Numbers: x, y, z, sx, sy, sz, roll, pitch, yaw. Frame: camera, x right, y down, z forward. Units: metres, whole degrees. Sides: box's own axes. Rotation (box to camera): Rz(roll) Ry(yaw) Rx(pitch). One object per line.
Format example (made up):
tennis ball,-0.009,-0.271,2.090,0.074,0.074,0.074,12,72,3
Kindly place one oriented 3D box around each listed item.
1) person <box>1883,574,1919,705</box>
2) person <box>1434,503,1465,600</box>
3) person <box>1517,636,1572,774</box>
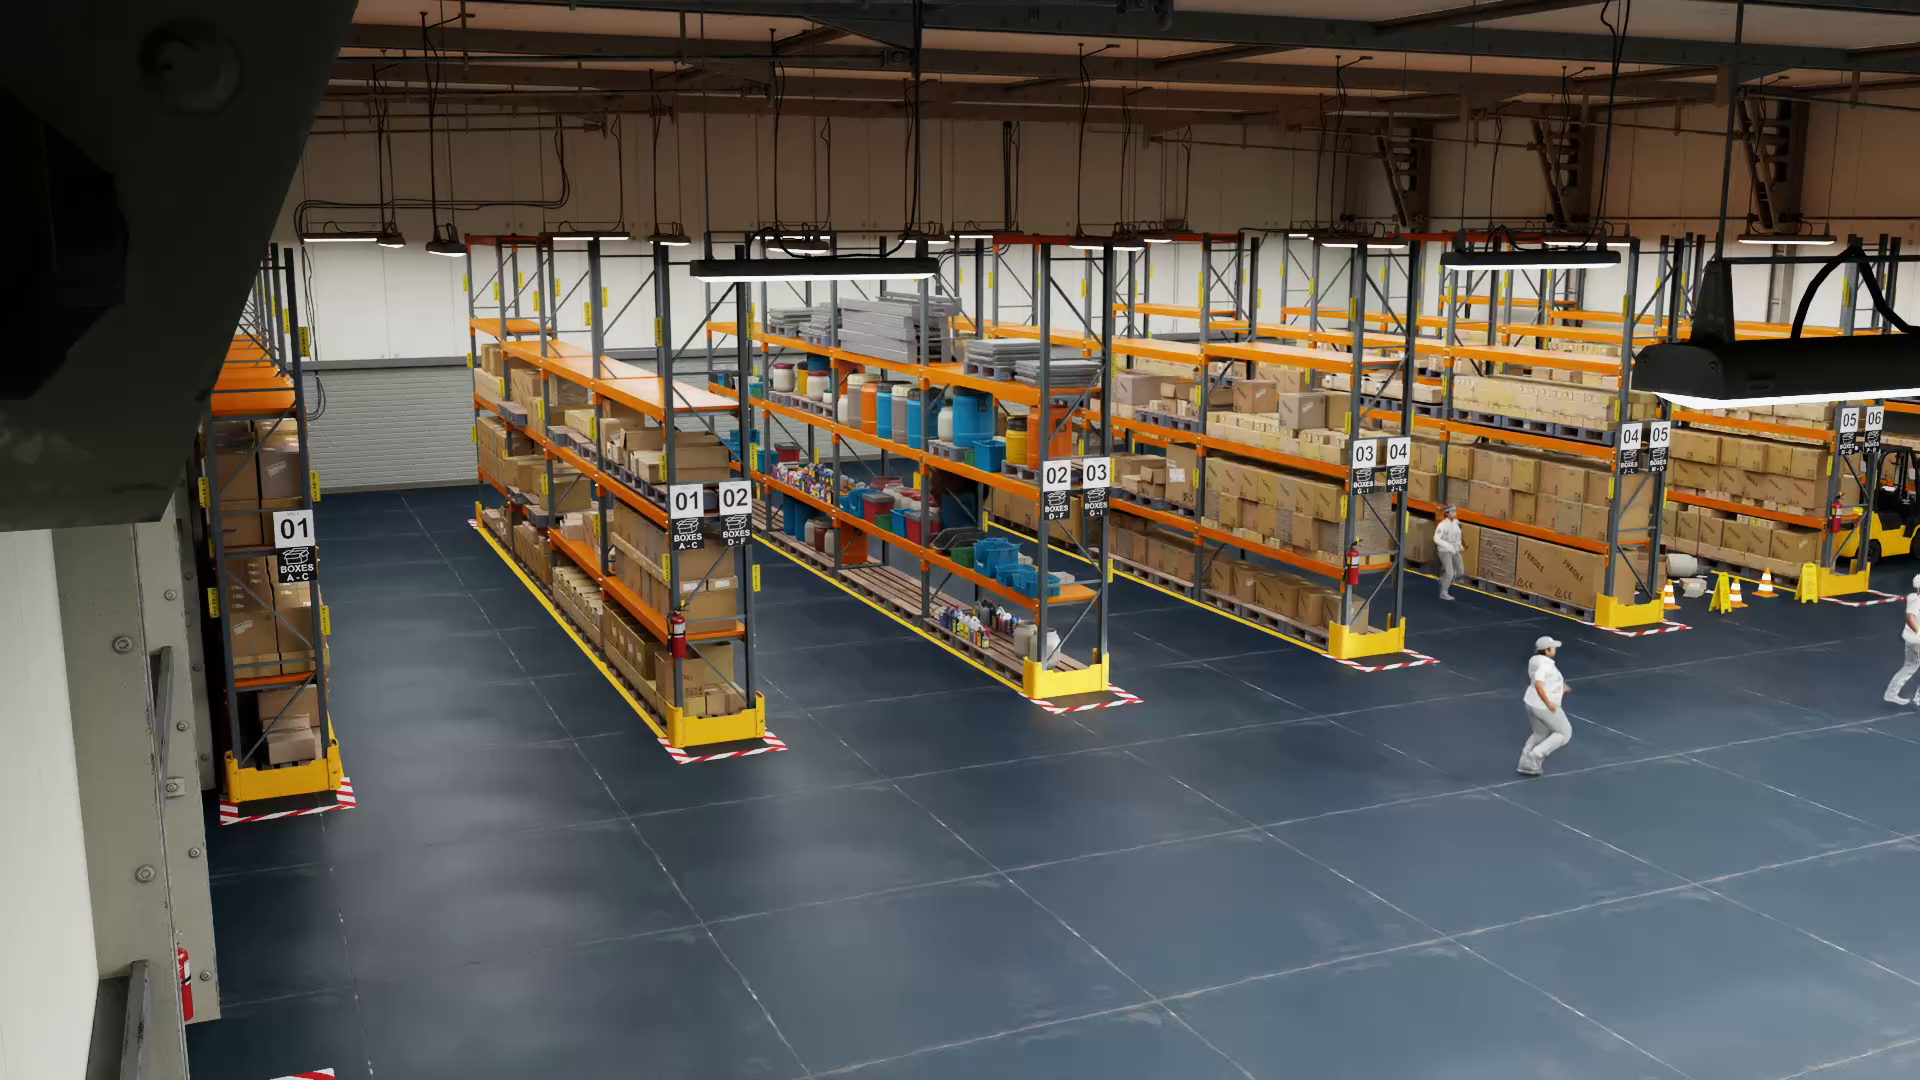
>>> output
person,12.469,1.340,21.579,0.712,1.829,0.658,2,11,11
person,8.191,0.192,27.785,0.592,1.651,0.539,-6,12,-28
person,6.729,1.899,19.036,0.567,1.626,0.593,-1,11,-5
